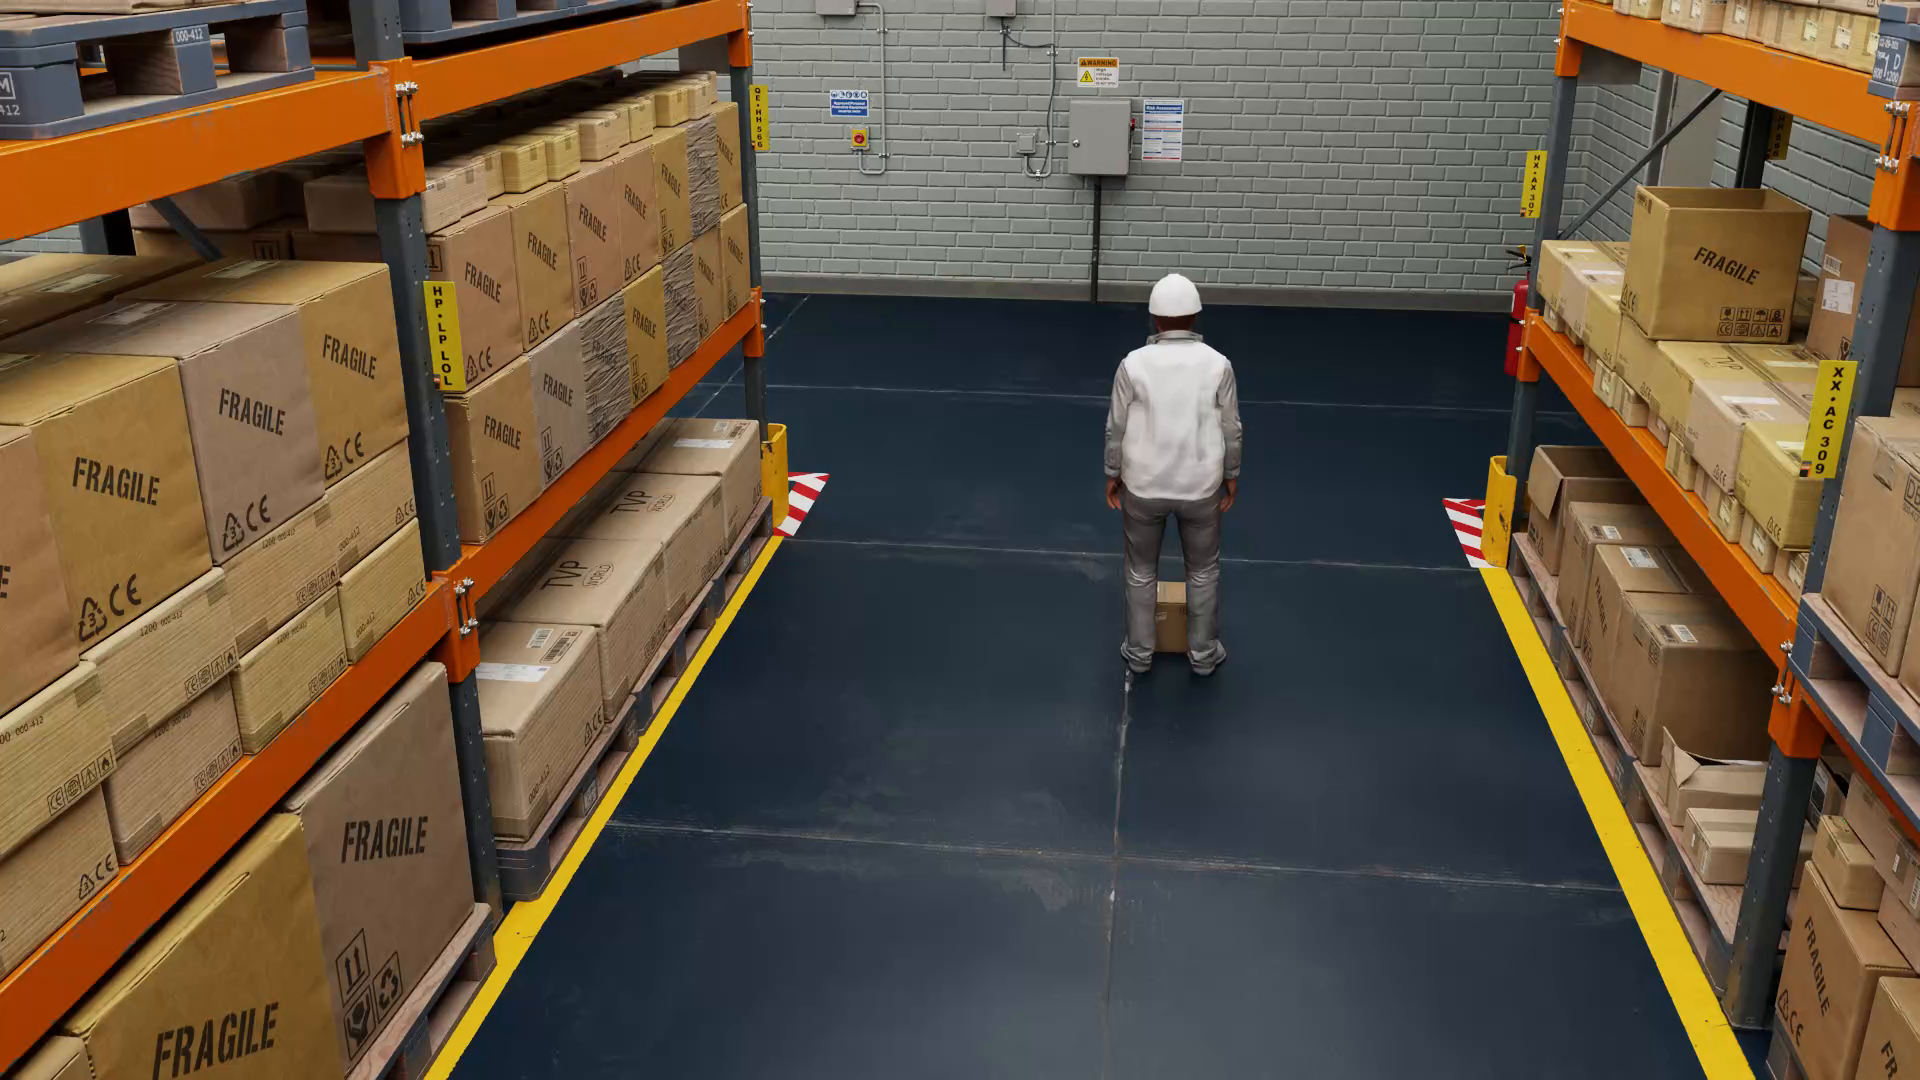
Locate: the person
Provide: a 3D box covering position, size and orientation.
[{"bbox_3d":[0.920,-0.263,7.230,0.588,1.771,0.464,2,21,5],"label":"person"}]
